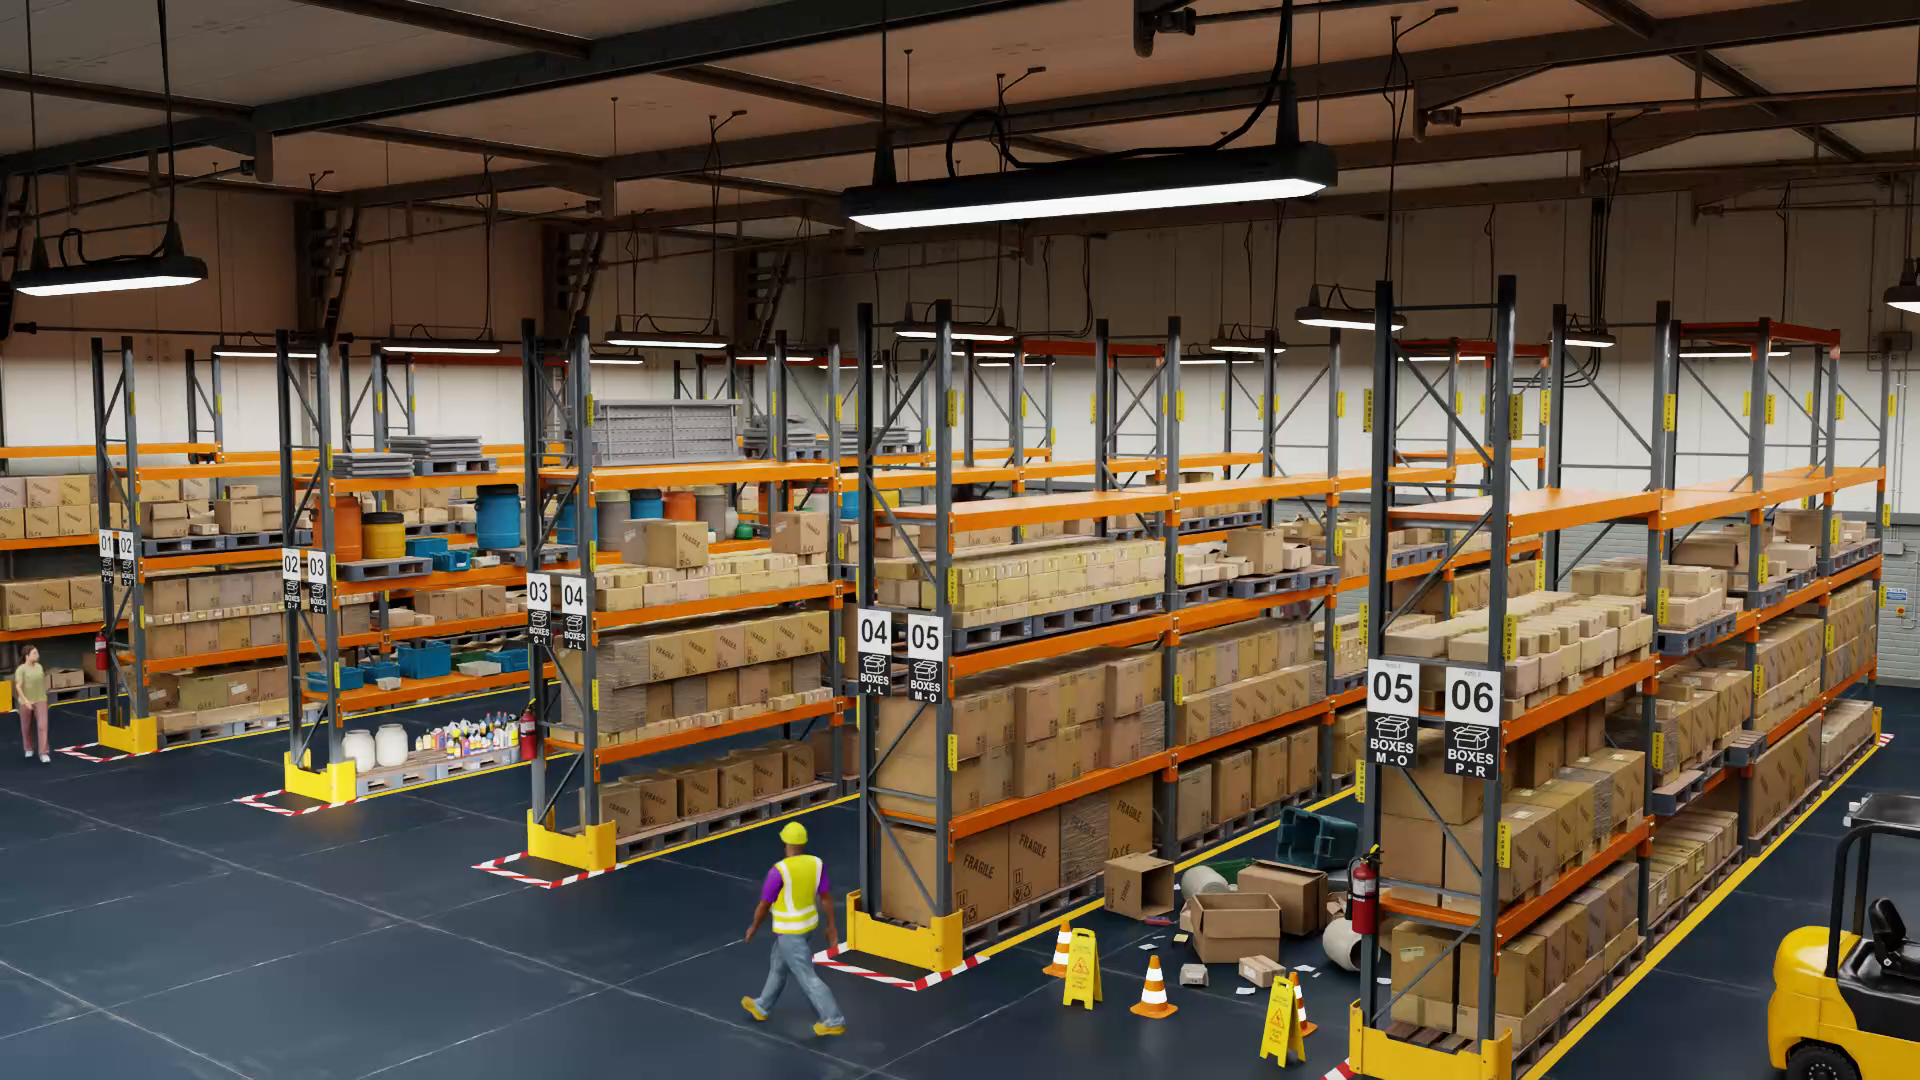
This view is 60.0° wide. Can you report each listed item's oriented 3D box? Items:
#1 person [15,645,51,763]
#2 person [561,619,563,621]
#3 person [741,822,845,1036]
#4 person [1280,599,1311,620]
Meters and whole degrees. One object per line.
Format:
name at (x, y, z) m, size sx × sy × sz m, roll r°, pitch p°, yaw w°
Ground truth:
person at (-13.085, 2.291, 23.444) m, size 0.399 × 1.619 × 0.944 m, roll -3°, pitch 6°, yaw -30°
person at (-7.752, 1.415, 33.160) m, size 0.662 × 1.839 × 0.660 m, roll 0°, pitch 5°, yaw 1°
person at (-1.393, 3.132, 13.462) m, size 1.069 × 1.718 × 0.515 m, roll 2°, pitch 5°, yaw 20°
person at (6.553, 1.438, 32.590) m, size 0.592 × 1.750 × 0.756 m, roll -1°, pitch 5°, yaw -10°
